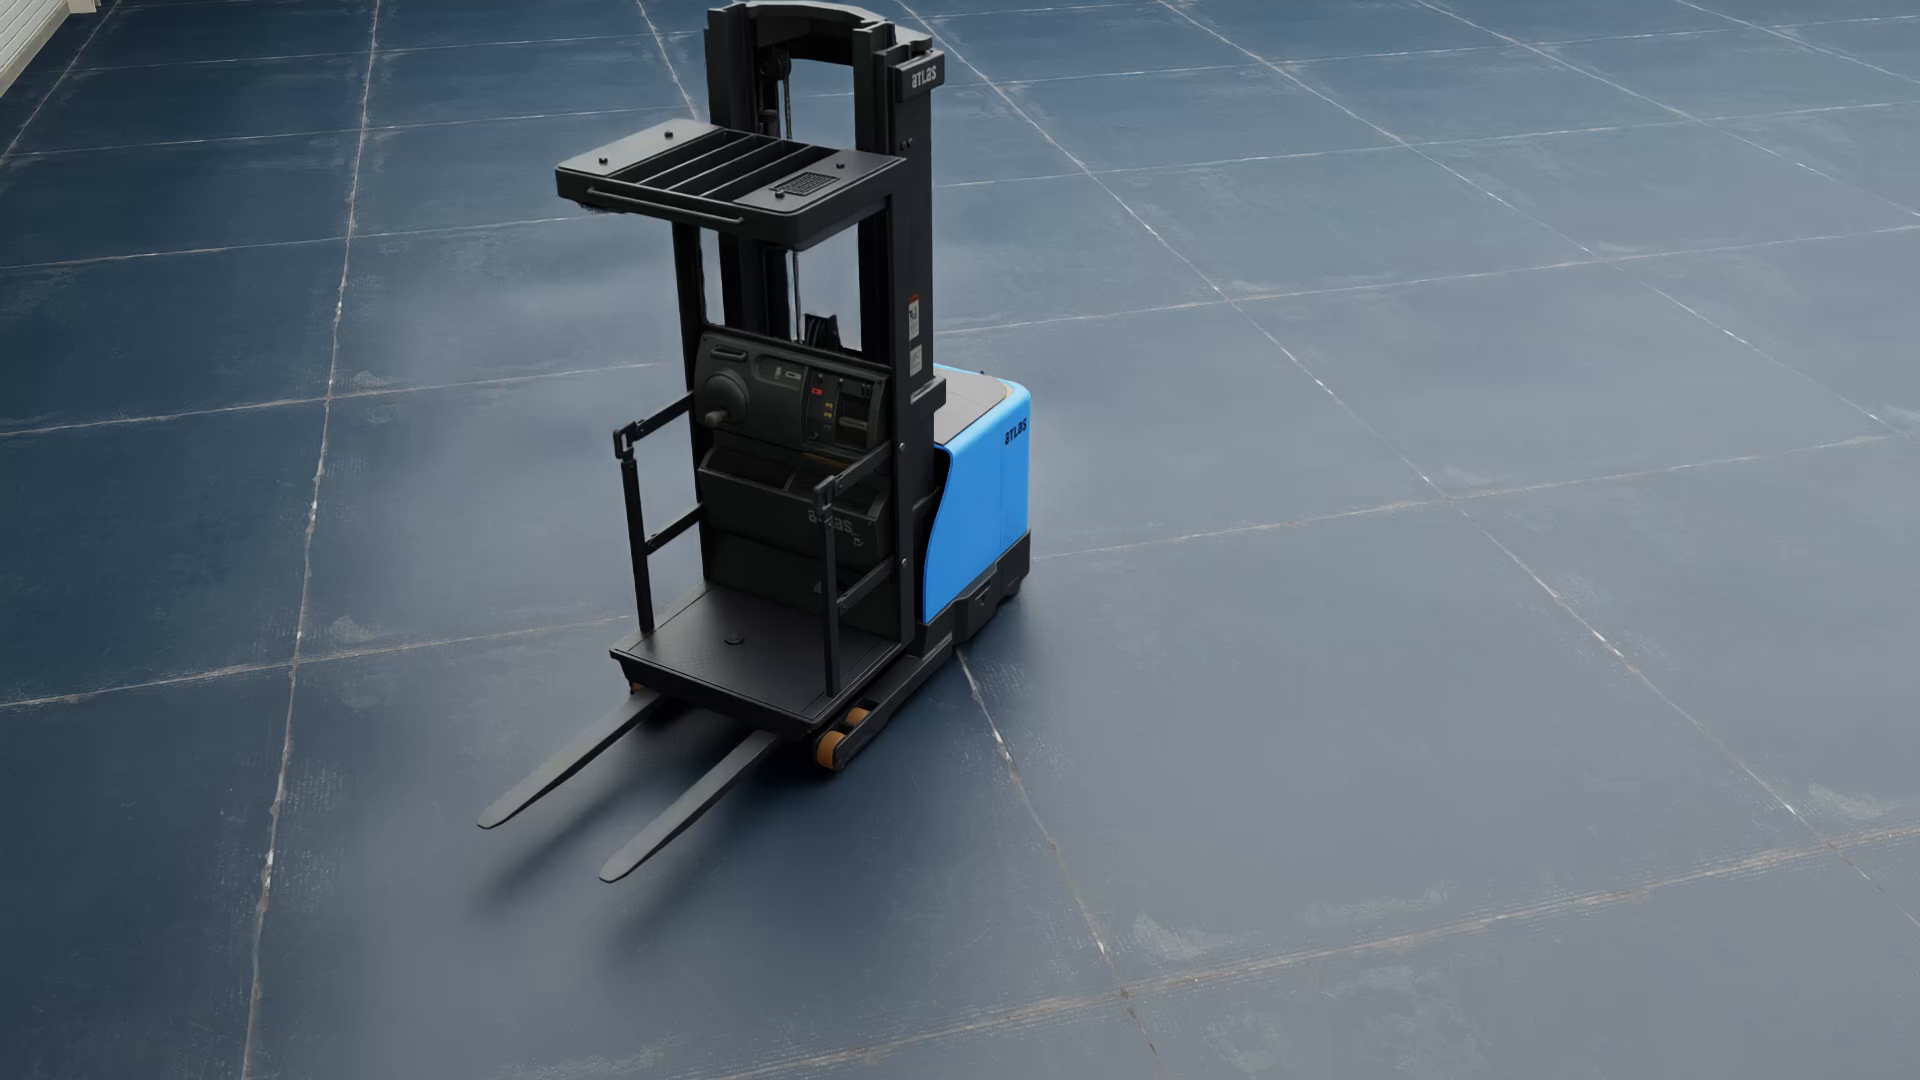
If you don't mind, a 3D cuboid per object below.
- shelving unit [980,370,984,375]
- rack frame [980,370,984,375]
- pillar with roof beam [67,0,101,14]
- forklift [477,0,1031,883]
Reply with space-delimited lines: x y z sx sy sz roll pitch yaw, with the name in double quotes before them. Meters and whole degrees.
"shelving unit" 0.032 -0.408 8.556 0.258 0.900 0.210 -7 31 -12
"rack frame" 0.007 -0.457 8.641 0.240 0.900 0.006 -7 31 -12
"pillar with roof beam" -6.126 -10.695 18.245 9.100 9.000 0.400 -8 31 -13
"forklift" -0.822 -0.554 6.781 1.130 2.935 3.031 16 34 26
